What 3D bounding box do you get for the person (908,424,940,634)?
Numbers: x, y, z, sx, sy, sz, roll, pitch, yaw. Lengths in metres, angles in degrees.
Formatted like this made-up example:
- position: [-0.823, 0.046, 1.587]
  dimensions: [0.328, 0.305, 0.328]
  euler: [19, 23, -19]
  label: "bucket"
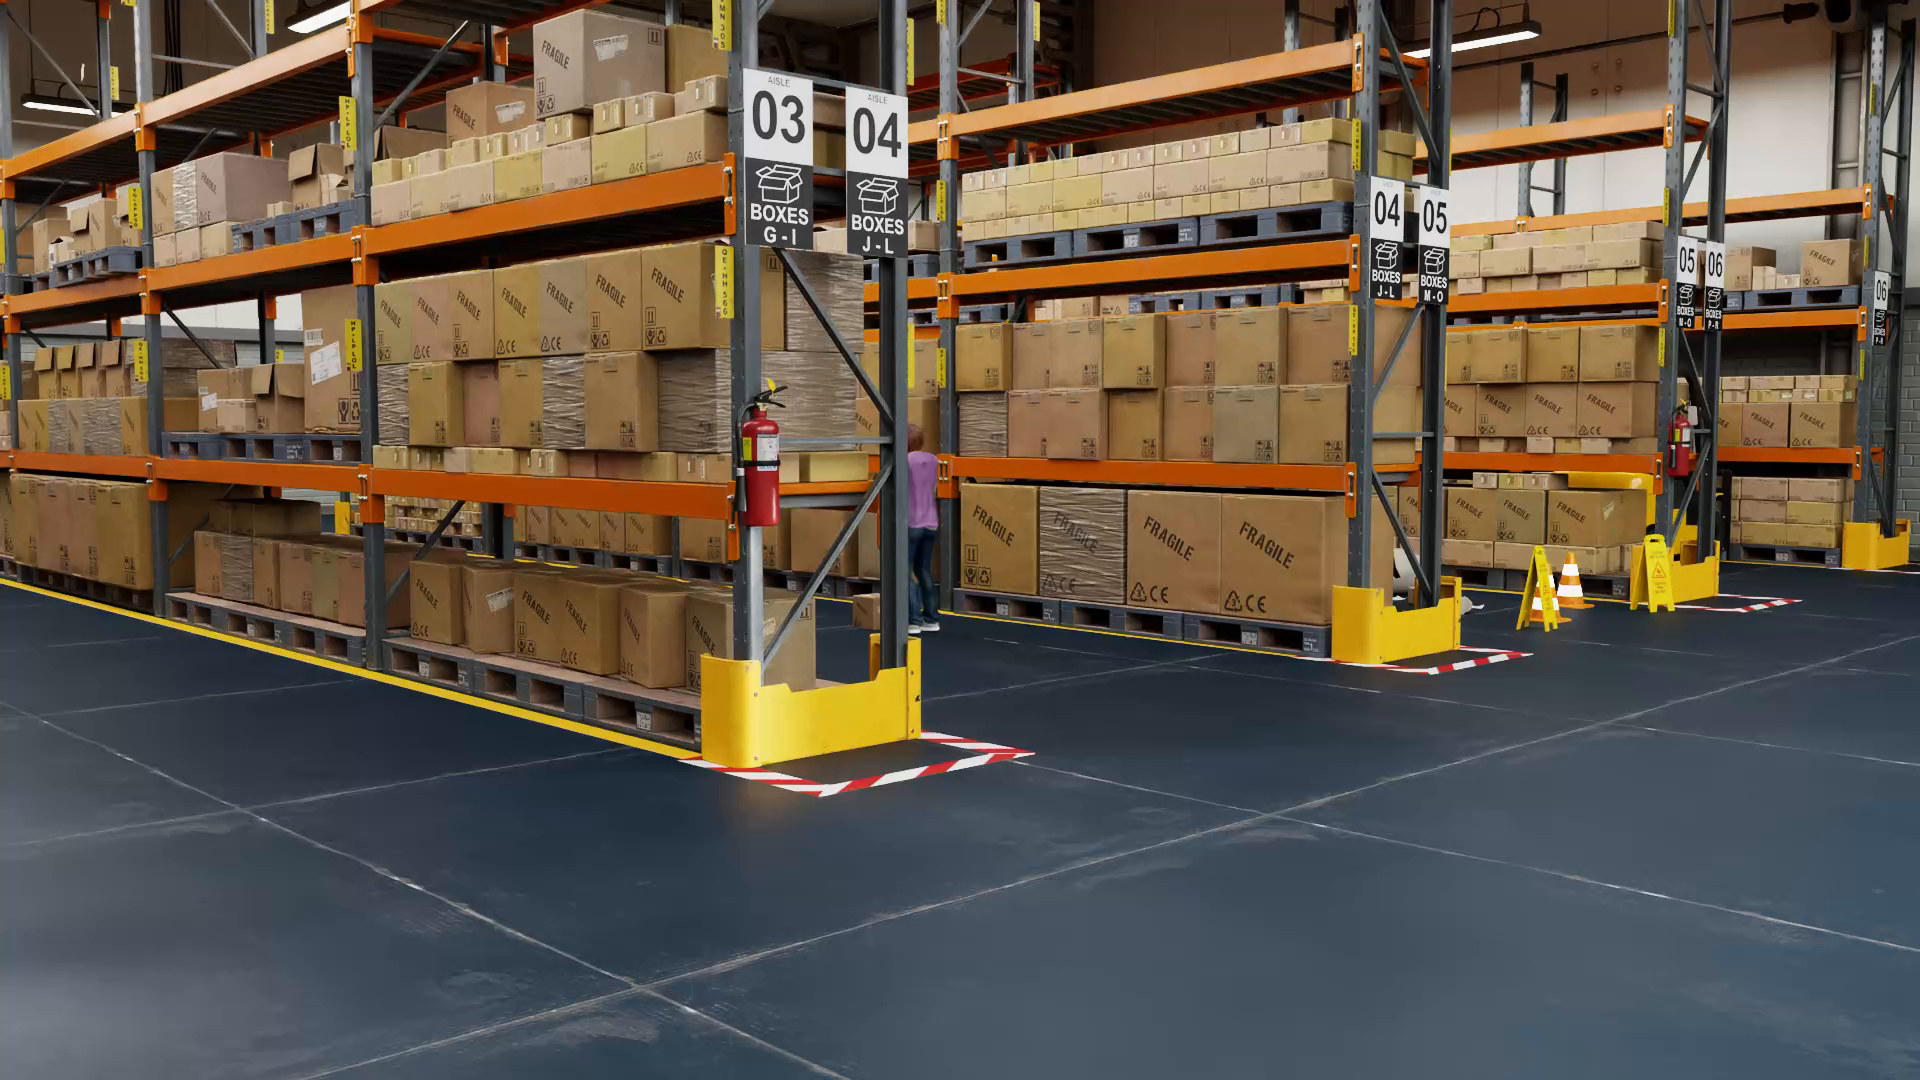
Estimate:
- position: [-0.349, -0.081, 12.519]
  dimensions: [0.412, 1.587, 0.317]
  euler: [-4, 6, -43]
  label: "person"
